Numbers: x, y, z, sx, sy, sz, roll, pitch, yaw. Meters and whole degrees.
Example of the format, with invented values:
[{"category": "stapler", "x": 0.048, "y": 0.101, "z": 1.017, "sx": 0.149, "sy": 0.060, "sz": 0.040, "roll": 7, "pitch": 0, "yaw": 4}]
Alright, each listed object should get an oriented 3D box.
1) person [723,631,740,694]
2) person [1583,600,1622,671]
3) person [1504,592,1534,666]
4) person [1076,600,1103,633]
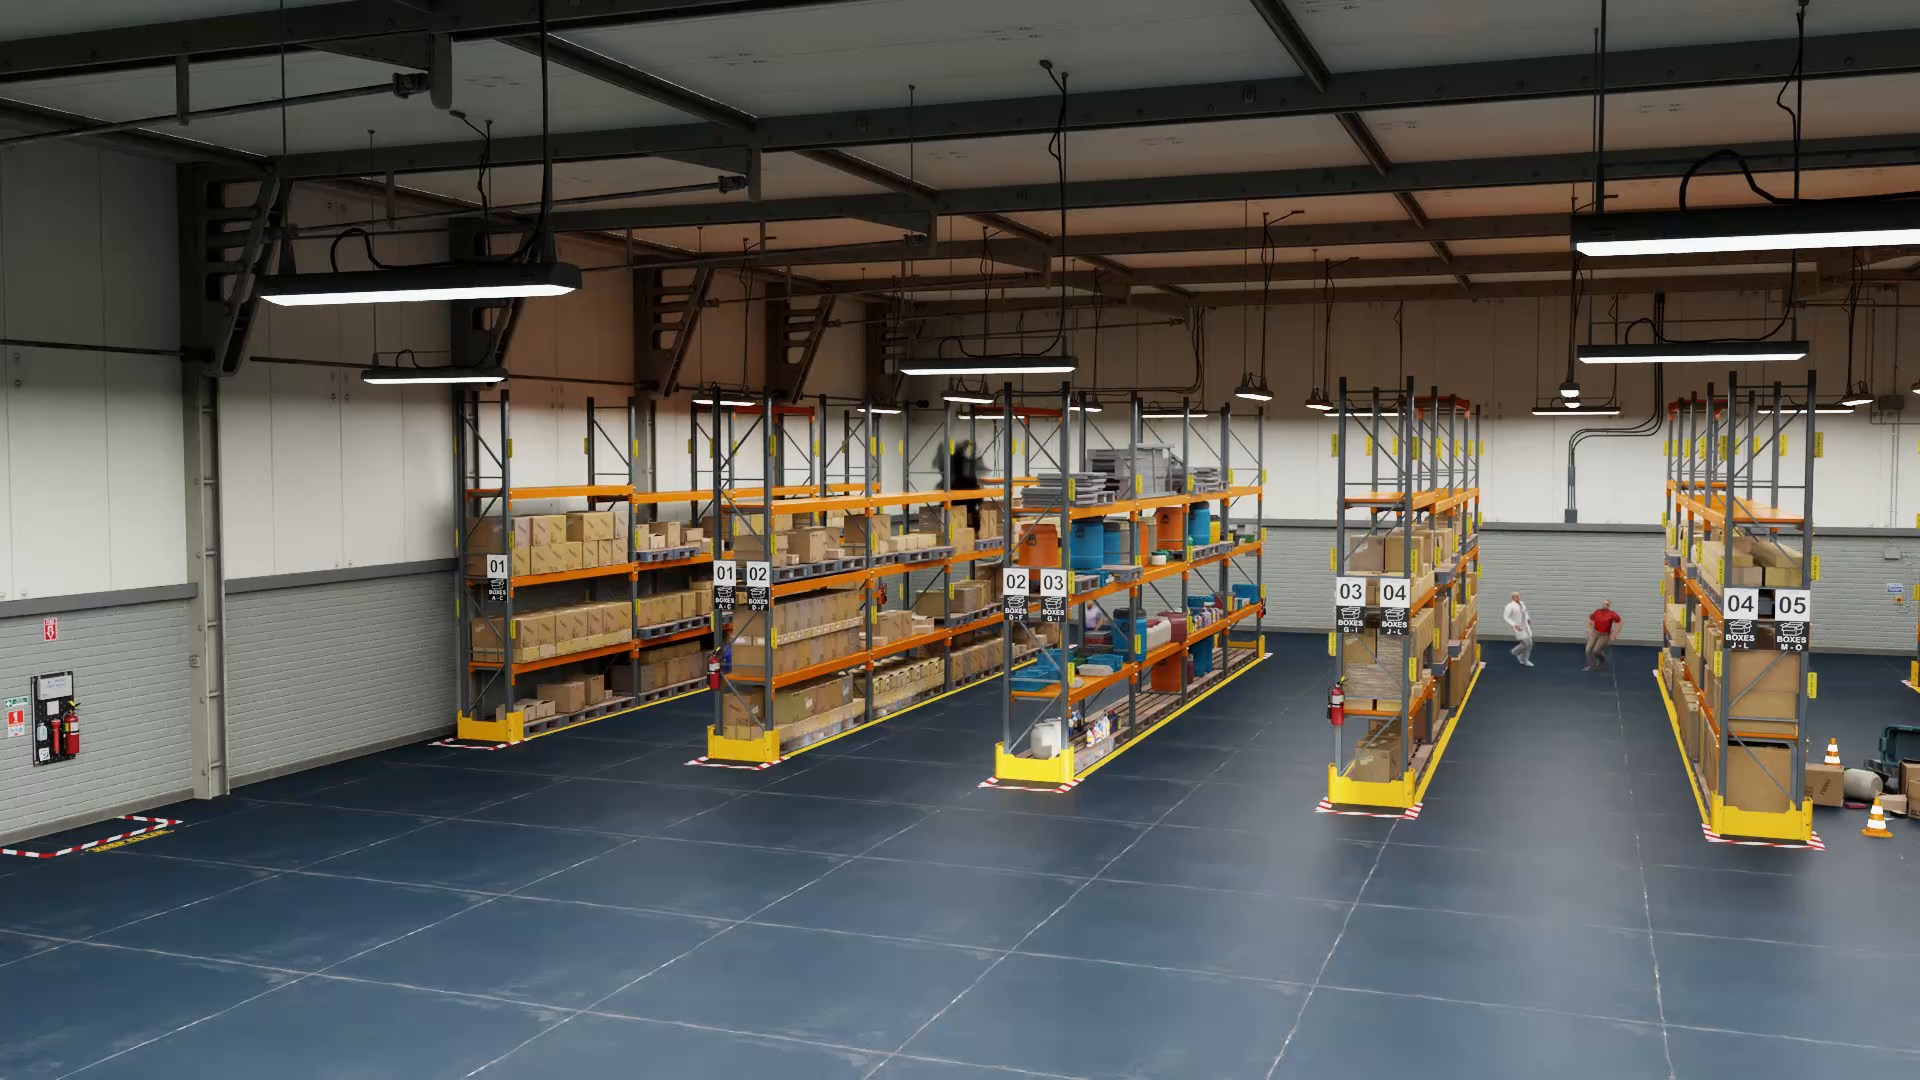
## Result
[{"category": "person", "x": -4.147, "y": 2.505, "z": 30.250, "sx": 0.560, "sy": 1.713, "sz": 0.742, "roll": 0, "pitch": 3, "yaw": 7}, {"category": "person", "x": 14.409, "y": 2.147, "z": 37.321, "sx": 0.547, "sy": 1.637, "sz": 0.790, "roll": -3, "pitch": 4, "yaw": -41}, {"category": "person", "x": 12.894, "y": 2.049, "z": 38.416, "sx": 0.750, "sy": 1.723, "sz": 0.594, "roll": -2, "pitch": 4, "yaw": -27}, {"category": "person", "x": 2.942, "y": 2.116, "z": 37.887, "sx": 0.601, "sy": 1.599, "sz": 0.544, "roll": 1, "pitch": 3, "yaw": 10}]
